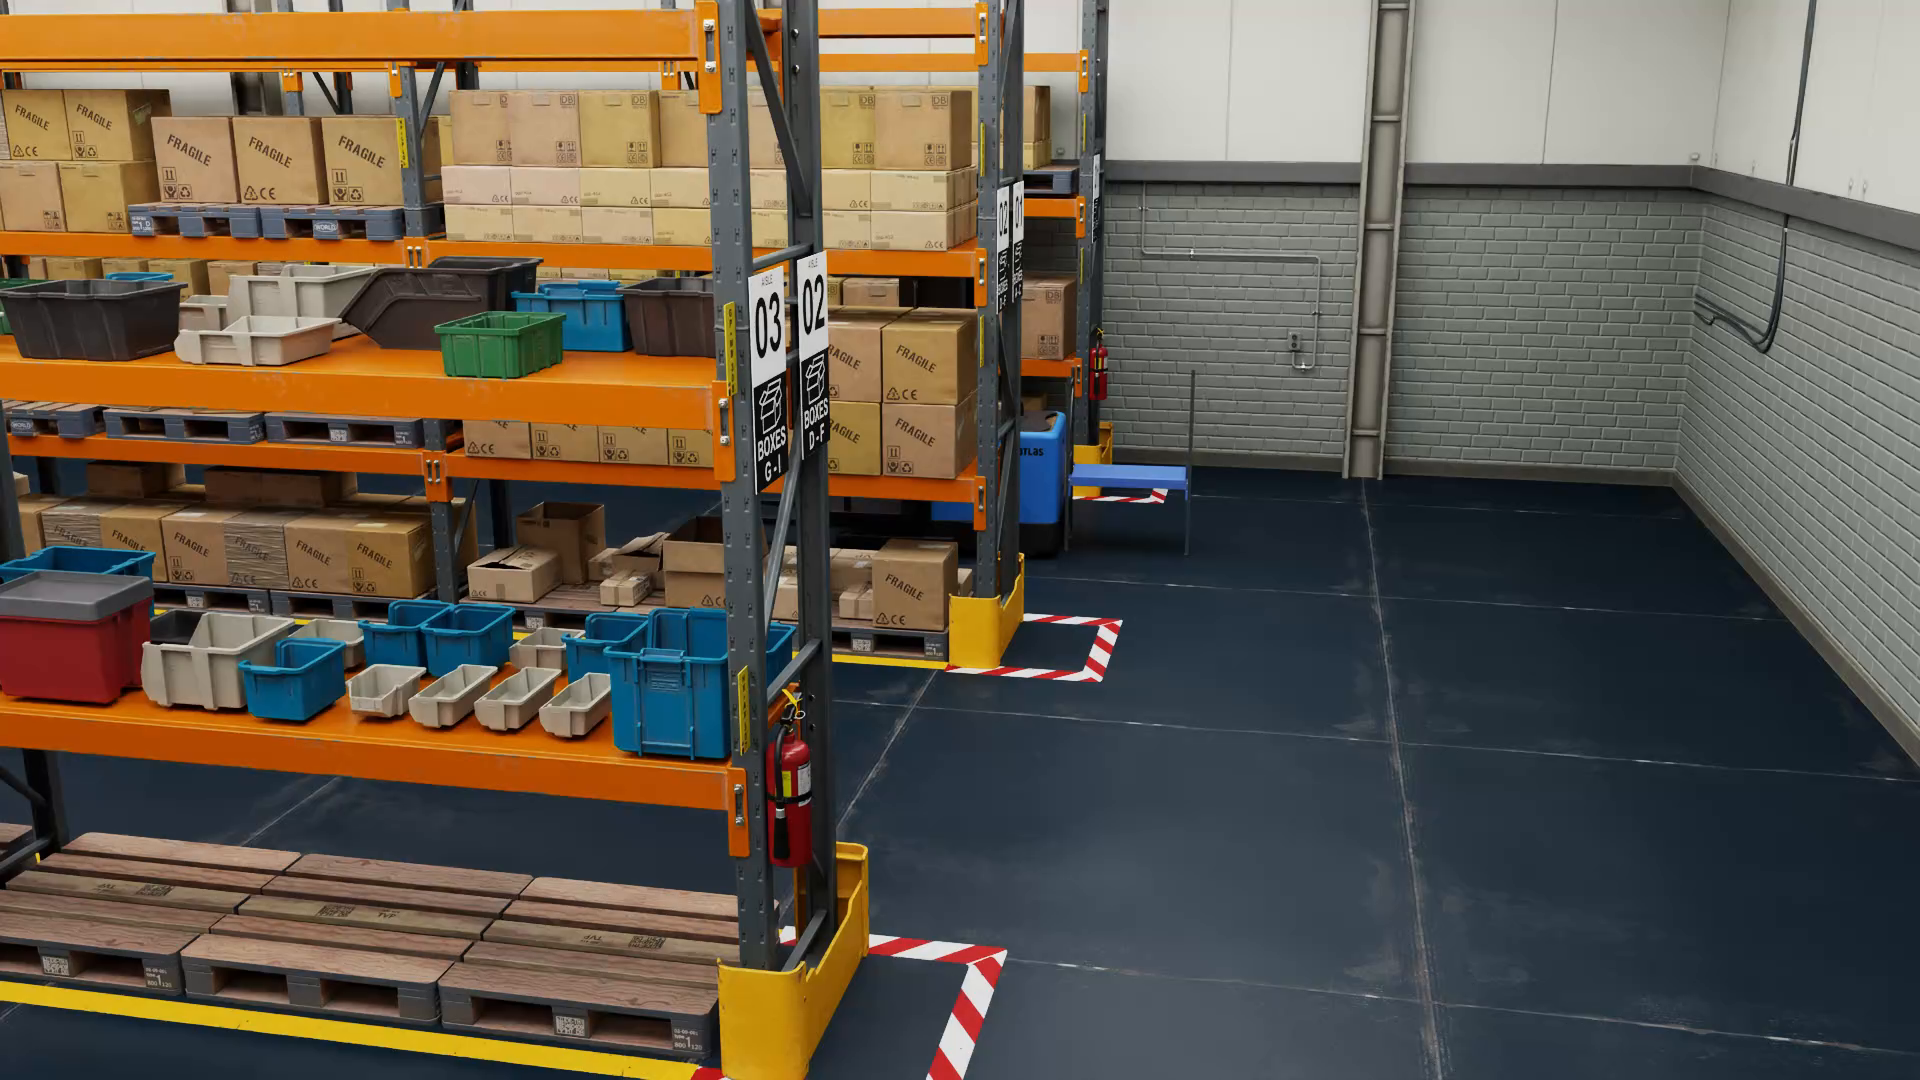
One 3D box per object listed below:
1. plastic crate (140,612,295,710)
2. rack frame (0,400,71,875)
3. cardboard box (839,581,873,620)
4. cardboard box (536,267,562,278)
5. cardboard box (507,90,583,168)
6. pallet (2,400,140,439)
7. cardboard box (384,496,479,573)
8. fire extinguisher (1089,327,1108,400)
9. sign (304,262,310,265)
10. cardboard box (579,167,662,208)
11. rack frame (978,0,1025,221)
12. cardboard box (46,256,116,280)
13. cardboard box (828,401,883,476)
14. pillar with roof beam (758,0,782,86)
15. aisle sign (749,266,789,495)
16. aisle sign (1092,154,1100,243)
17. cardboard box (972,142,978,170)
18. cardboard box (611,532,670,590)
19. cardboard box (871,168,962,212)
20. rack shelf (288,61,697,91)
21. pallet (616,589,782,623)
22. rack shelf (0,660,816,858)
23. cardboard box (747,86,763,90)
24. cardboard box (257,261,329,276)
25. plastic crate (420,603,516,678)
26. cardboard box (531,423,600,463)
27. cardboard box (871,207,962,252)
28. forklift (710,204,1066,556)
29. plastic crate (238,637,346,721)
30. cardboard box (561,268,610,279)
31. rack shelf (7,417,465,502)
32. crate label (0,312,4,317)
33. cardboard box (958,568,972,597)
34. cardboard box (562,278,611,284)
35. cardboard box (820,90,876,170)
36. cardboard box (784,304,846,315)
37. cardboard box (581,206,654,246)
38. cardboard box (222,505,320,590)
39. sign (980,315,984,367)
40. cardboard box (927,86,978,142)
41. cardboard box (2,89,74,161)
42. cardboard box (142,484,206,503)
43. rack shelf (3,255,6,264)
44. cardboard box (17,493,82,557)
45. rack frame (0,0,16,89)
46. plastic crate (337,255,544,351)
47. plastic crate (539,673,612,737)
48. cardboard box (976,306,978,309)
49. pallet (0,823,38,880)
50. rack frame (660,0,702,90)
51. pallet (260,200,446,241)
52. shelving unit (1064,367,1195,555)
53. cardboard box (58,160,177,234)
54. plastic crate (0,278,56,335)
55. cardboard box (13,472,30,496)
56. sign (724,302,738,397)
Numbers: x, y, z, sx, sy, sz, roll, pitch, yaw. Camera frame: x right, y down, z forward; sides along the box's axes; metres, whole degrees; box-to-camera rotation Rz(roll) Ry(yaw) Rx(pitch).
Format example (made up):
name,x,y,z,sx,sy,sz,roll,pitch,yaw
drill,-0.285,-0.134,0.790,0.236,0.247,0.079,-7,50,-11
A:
name,x,y,z,sx,sy,sz,roll,pitch,yaw
plastic crate,-3.177,0.520,7.104,0.530,0.282,0.437,3,16,11
rack frame,-4.637,0.363,7.564,0.127,3.000,1.000,3,16,11
cardboard box,-0.687,0.424,11.827,0.250,0.166,0.380,3,16,11
cardboard box,-4.170,-2.806,16.817,0.500,0.250,0.500,3,16,12
cardboard box,-2.700,-2.829,11.406,0.500,0.500,0.700,3,16,11
pallet,-6.888,-1.036,12.971,1.003,0.211,1.213,3,16,11
cardboard box,-4.072,-0.030,12.839,0.500,0.500,0.500,2,16,9
fire extinguisher,1.313,-1.670,15.747,0.183,0.674,0.296,3,16,11
sign,-6.681,-2.819,17.030,0.005,0.325,0.100,3,16,11
cardboard box,-2.241,-2.401,11.264,0.500,0.250,0.500,3,16,11
rack frame,0.274,-3.611,10.672,0.127,3.000,1.000,3,16,11
cardboard box,-9.464,-2.847,18.140,0.500,0.500,0.700,5,16,17
cardboard box,-0.729,-0.748,11.385,0.500,0.500,0.500,3,16,12
pillar with roof beam,-2.662,-4.183,12.736,0.400,9.000,9.100,3,16,11
aisle sign,-0.705,-0.597,6.158,0.004,0.787,0.394,3,16,11
aisle sign,1.268,-3.187,15.507,0.004,0.787,0.394,3,16,11
cardboard box,-0.024,-3.637,15.691,0.500,0.250,0.500,3,16,9
cardboard box,-2.296,0.147,12.556,0.500,0.311,0.500,3,16,11
cardboard box,-0.281,-2.295,10.884,0.500,0.250,0.500,3,16,11
rack shelf,-4.623,-4.687,16.653,4.000,0.370,1.077,3,16,11
pallet,-1.774,0.512,12.248,1.213,0.211,1.003,3,16,11
rack shelf,-2.677,0.816,7.276,4.000,0.370,1.077,3,16,11
cardboard box,-2.020,-4.103,15.968,0.500,0.500,0.500,3,16,11
cardboard box,-7.045,-2.724,17.697,0.500,0.500,0.700,1,16,5
plastic crate,-2.184,0.458,7.421,0.300,0.233,0.416,3,16,11
cardboard box,-2.699,-0.856,11.777,0.500,0.500,0.500,3,16,12
cardboard box,-0.282,-2.052,10.942,0.500,0.250,0.500,3,16,11
forklift,-0.619,-1.436,14.184,3.031,2.935,1.130,2,16,8
plastic crate,-2.781,0.585,6.962,0.300,0.233,0.416,3,16,11
cardboard box,-3.671,-2.779,16.719,0.500,0.250,0.500,3,16,12
rack shelf,-5.606,-0.693,12.721,4.000,0.370,1.077,3,16,11
crate label,-4.215,-0.854,6.832,0.466,0.136,0.293,3,16,11
cardboard box,-0.068,0.330,12.200,0.250,0.149,0.380,3,16,11
cardboard box,-3.667,-2.413,16.803,0.500,0.500,0.500,3,16,12
cardboard box,-0.706,-2.768,11.185,0.500,0.500,0.700,3,16,11
cardboard box,-1.112,-1.397,11.854,0.500,0.500,0.500,3,16,12
cardboard box,-2.240,-2.161,11.336,0.500,0.250,0.500,3,16,11
cardboard box,-5.161,0.053,12.540,0.500,0.500,0.500,3,16,12
sign,0.143,-1.286,10.756,0.005,0.325,0.100,3,16,11
cardboard box,-0.003,-3.998,15.591,0.500,0.500,0.500,4,16,13
cardboard box,-6.640,-3.069,12.274,0.500,0.500,0.500,3,16,11
cardboard box,-6.096,-0.137,13.226,0.500,0.500,0.500,3,16,9
rack shelf,-9.526,-2.351,13.089,4.000,0.370,1.077,3,16,11
cardboard box,-7.177,-0.054,12.927,0.500,0.500,0.500,4,16,13
rack frame,-10.502,-5.546,17.655,0.127,3.000,1.000,3,16,11
plastic crate,-2.160,-0.993,6.956,0.767,0.338,0.504,3,16,11
plastic crate,-1.552,0.678,6.808,0.243,0.136,0.396,3,16,11
cardboard box,0.040,-2.221,16.329,0.700,0.700,0.980,3,16,11
pallet,-5.385,1.655,8.124,1.213,0.211,1.003,3,16,11
rack frame,-2.663,-5.120,16.119,0.127,3.000,1.000,3,16,11
pallet,-4.271,-2.341,12.057,1.003,0.211,1.213,3,16,11
shelving unit,1.441,-0.677,14.128,1.048,1.500,0.538,2,16,8
cardboard box,-6.122,-2.570,12.346,0.500,0.500,0.910,3,16,11
plastic crate,-4.162,-1.037,7.396,0.662,0.188,0.450,3,16,11
cardboard box,-8.021,-0.398,13.623,0.500,0.311,0.500,4,16,13
sign,-0.811,-0.675,5.887,0.005,0.325,0.100,3,16,11
